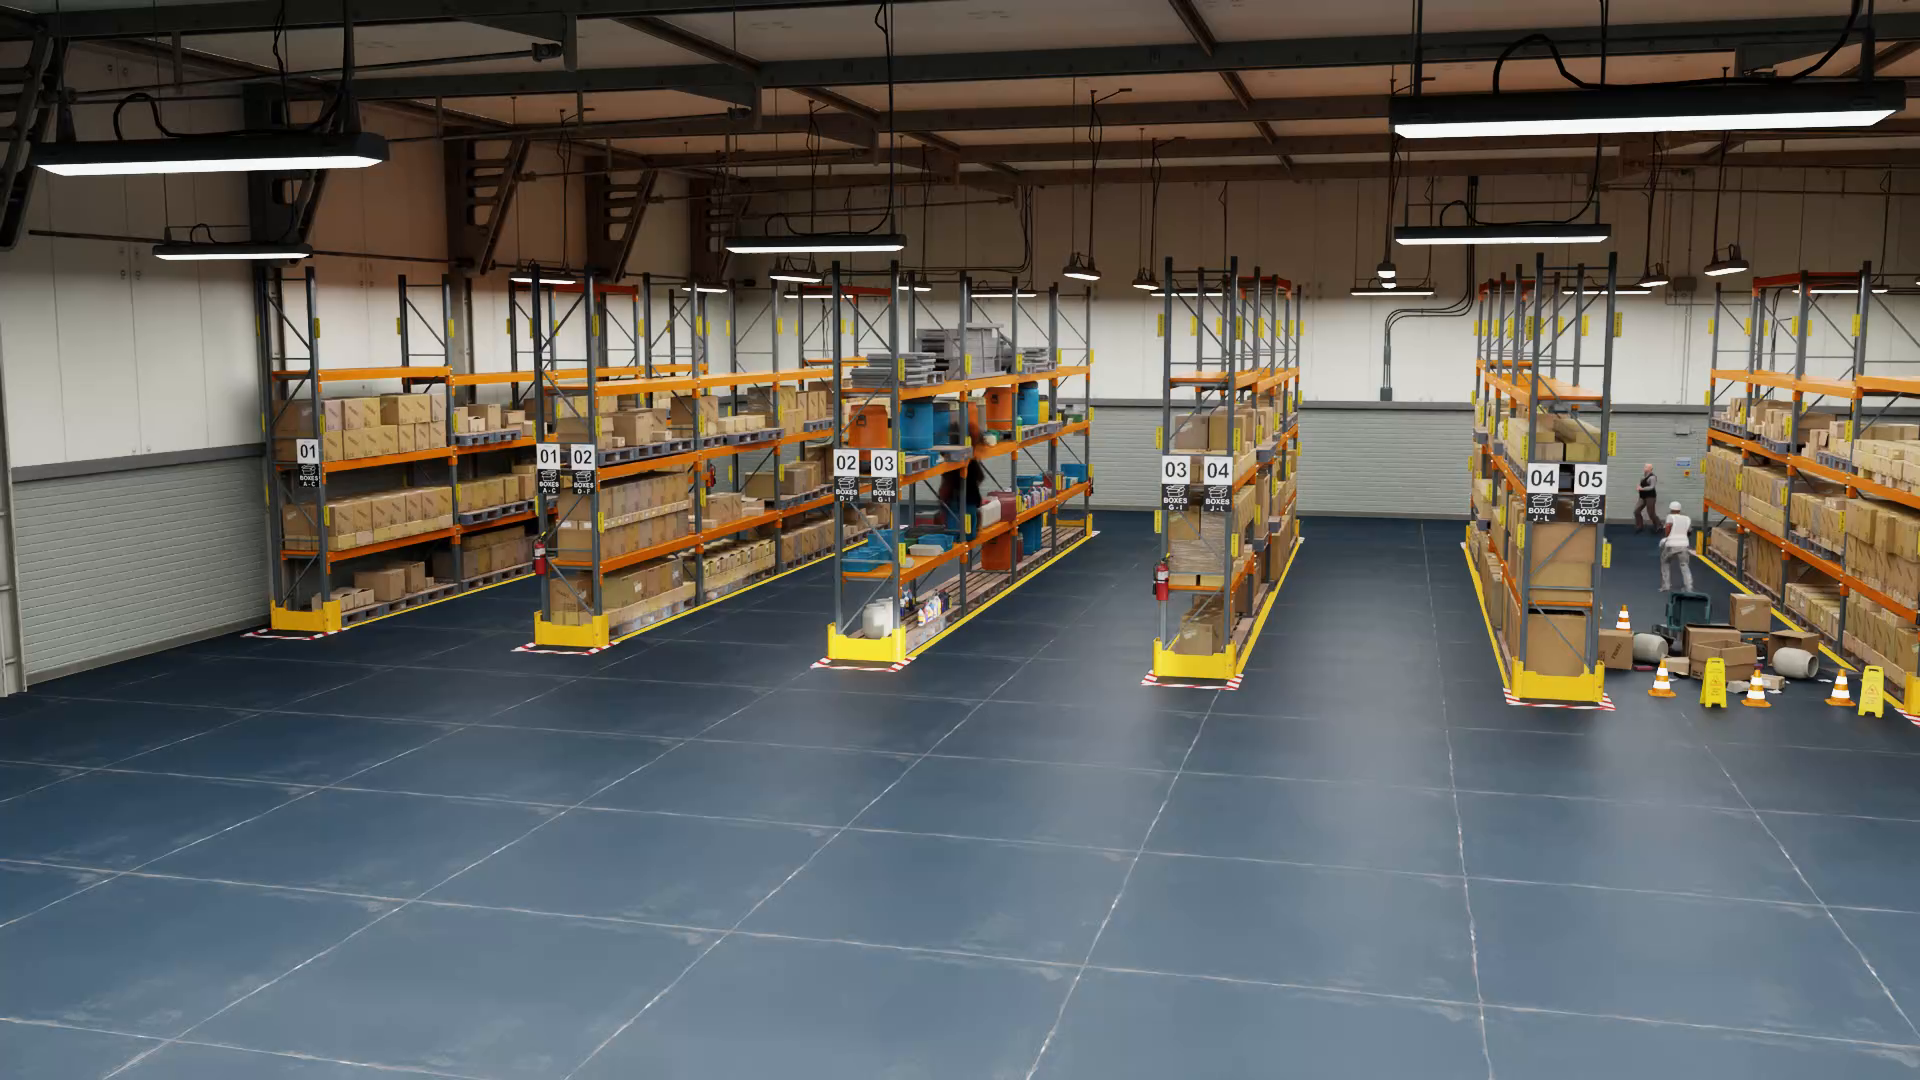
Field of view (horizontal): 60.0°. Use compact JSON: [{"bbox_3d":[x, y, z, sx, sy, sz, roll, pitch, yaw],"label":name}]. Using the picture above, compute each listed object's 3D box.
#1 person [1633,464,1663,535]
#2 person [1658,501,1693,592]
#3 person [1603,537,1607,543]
[{"bbox_3d":[16.707,-0.961,40.337,0.755,1.782,0.644,0,7,-4],"label":"person"},{"bbox_3d":[13.526,0.159,31.396,0.703,1.749,1.002,0,7,-1],"label":"person"},{"bbox_3d":[14.079,-0.418,37.042,0.582,1.485,0.781,-5,9,-34],"label":"person"}]
